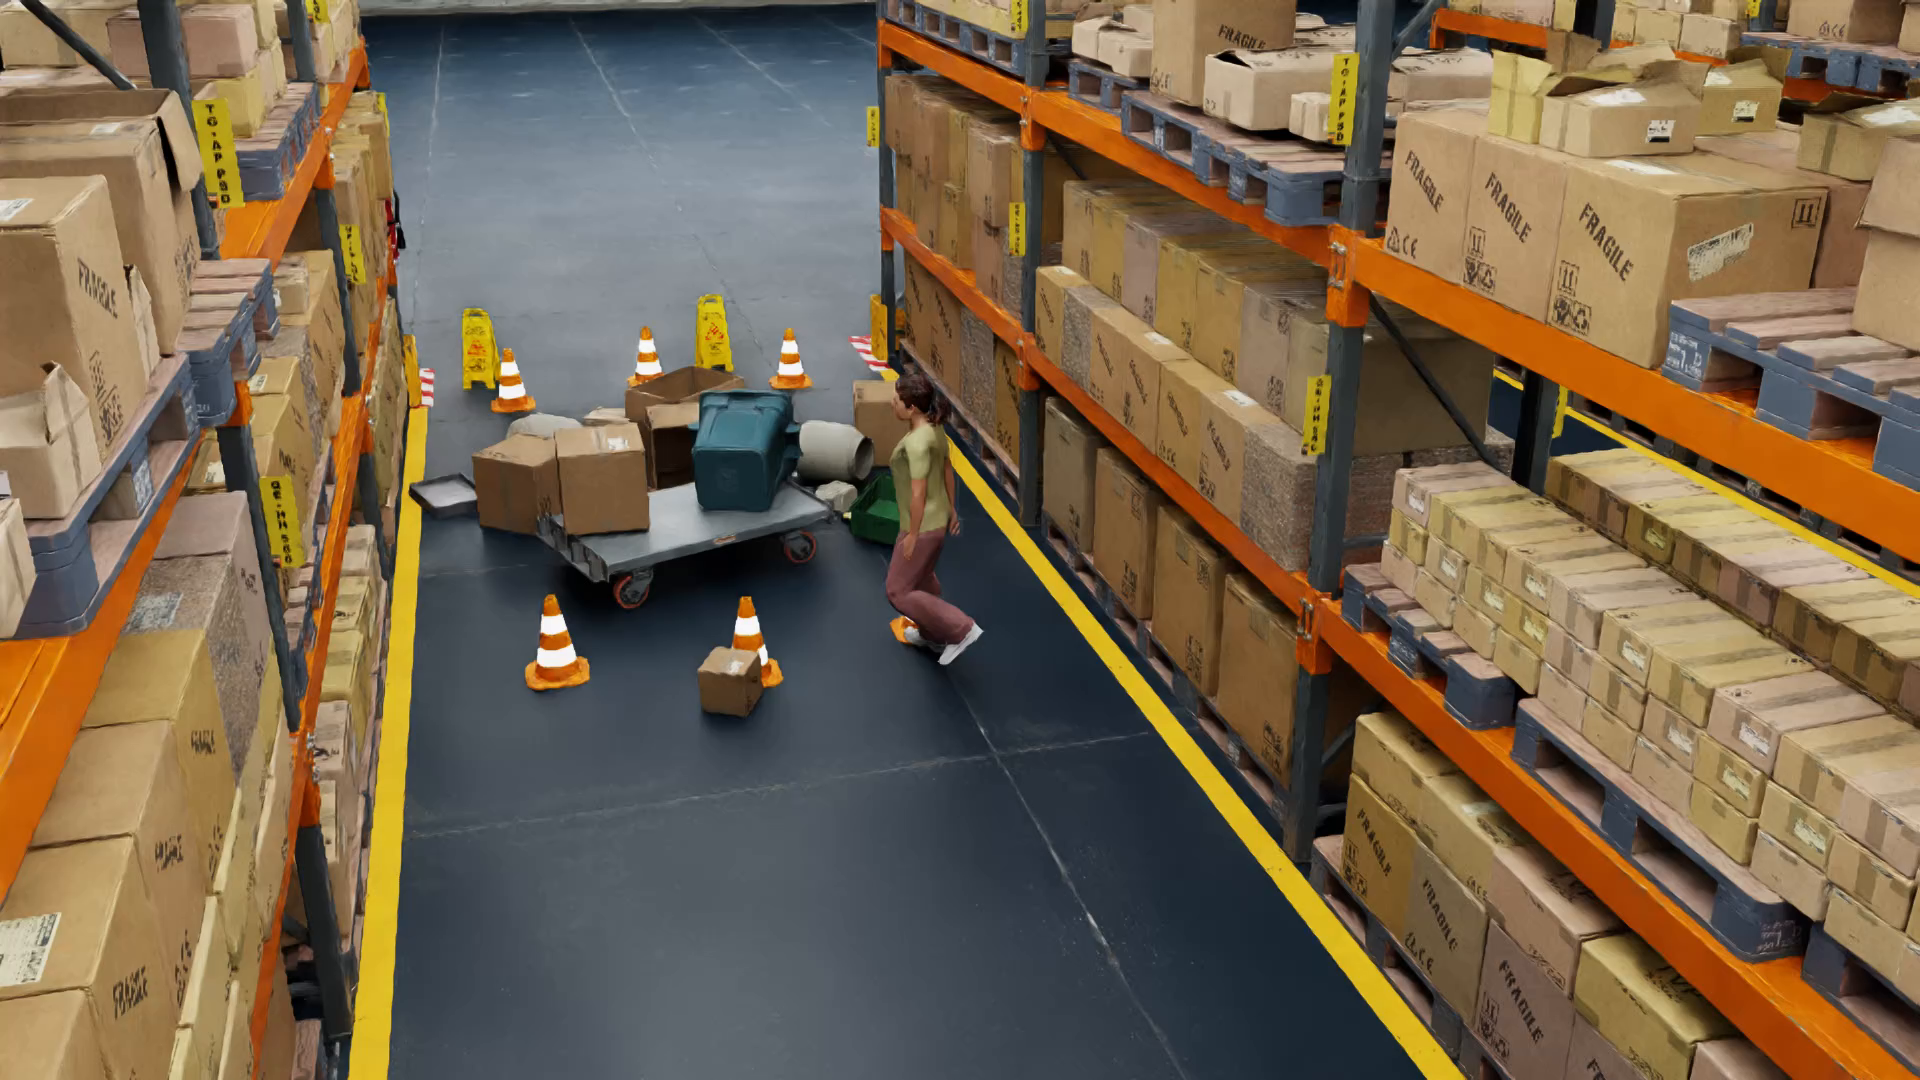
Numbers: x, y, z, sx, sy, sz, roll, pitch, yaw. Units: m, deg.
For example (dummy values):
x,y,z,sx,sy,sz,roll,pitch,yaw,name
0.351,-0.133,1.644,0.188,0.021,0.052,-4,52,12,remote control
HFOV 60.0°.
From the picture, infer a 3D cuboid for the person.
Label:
x,y,z,sx,sy,sz,roll,pitch,yaw,name
-0.108,-0.093,8.775,0.515,1.649,0.550,4,23,10,person
